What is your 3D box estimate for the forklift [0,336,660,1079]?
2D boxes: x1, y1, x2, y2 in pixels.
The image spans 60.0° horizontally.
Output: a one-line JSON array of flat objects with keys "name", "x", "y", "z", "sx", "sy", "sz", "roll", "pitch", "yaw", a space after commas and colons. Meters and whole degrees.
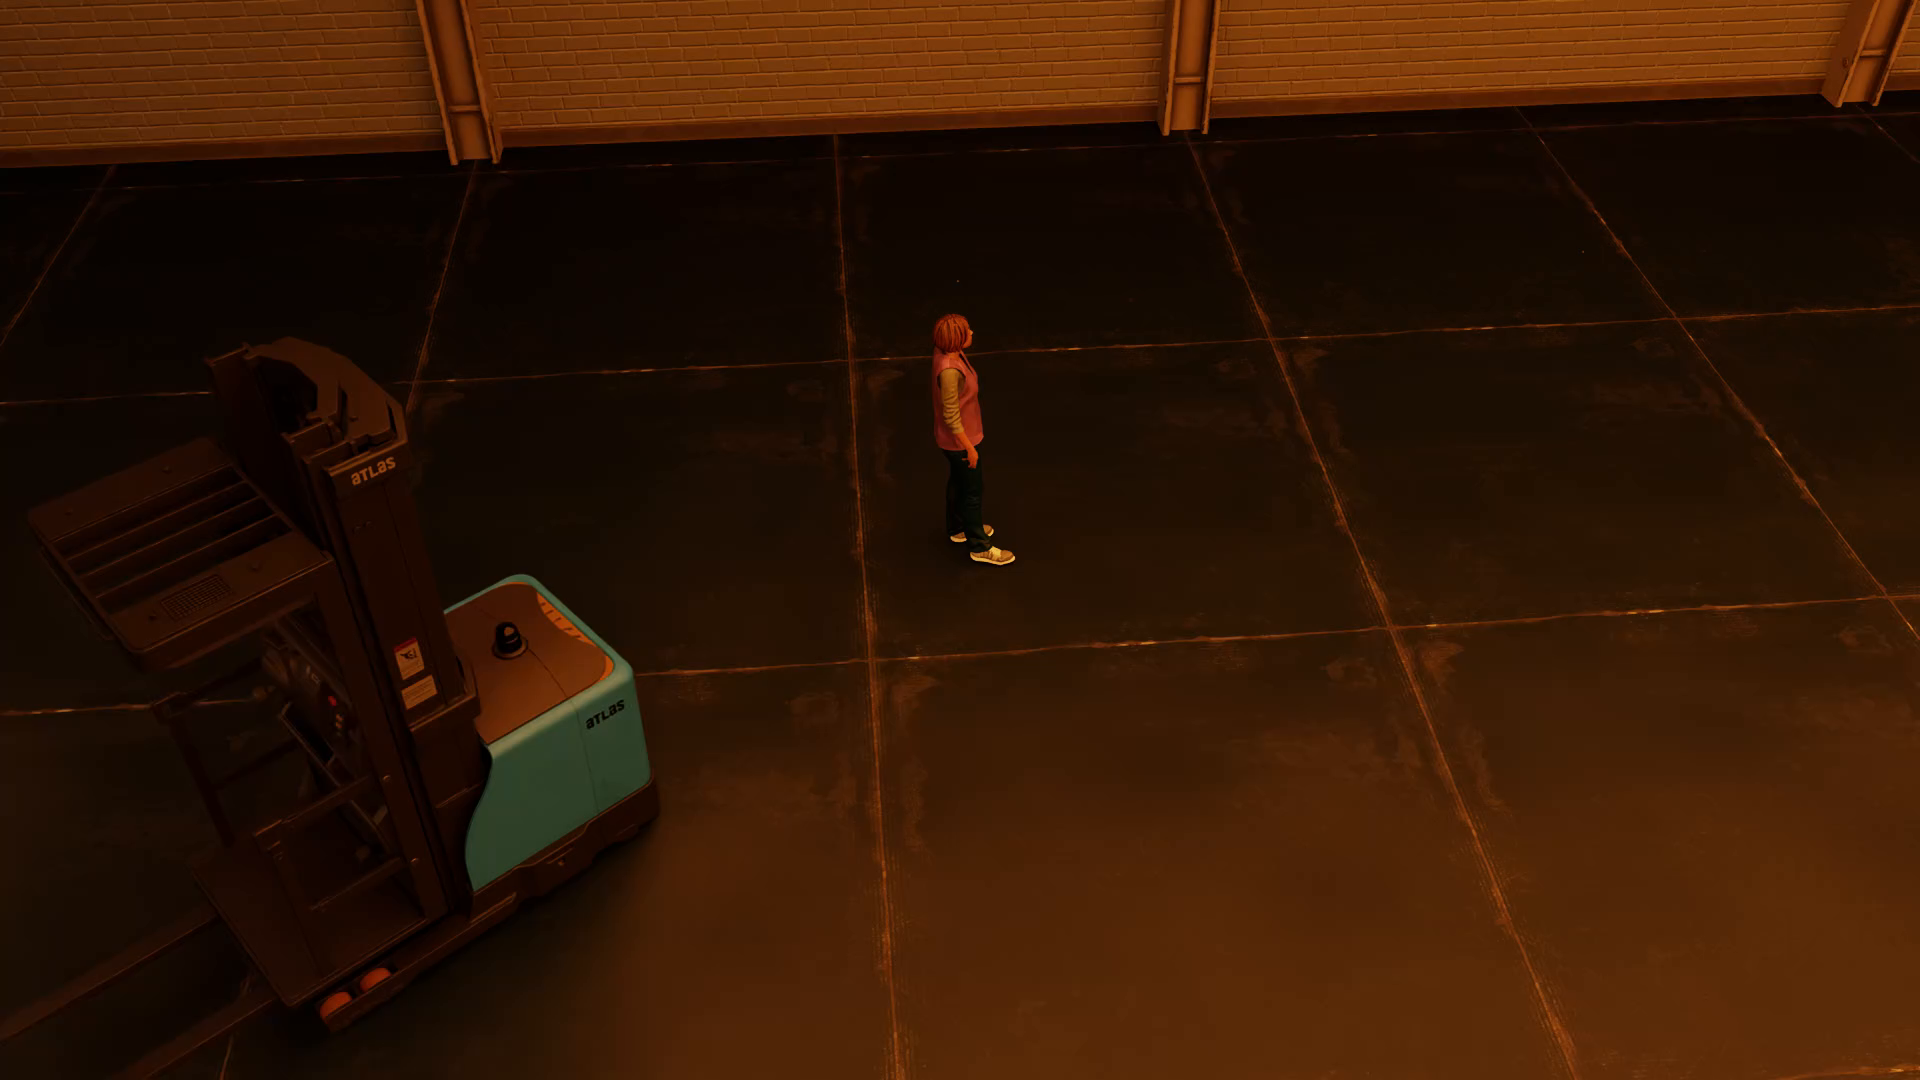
[{"name": "forklift", "x": -2.956, "y": 0.729, "z": 7.086, "sx": 3.031, "sy": 2.935, "sz": 1.130, "roll": -31, "pitch": 49, "yaw": -31}]

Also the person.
[{"name": "person", "x": 0.076, "y": -0.608, "z": 9.664, "sx": 0.473, "sy": 1.599, "sz": 0.521, "roll": -3, "pitch": 41, "yaw": -4}]
